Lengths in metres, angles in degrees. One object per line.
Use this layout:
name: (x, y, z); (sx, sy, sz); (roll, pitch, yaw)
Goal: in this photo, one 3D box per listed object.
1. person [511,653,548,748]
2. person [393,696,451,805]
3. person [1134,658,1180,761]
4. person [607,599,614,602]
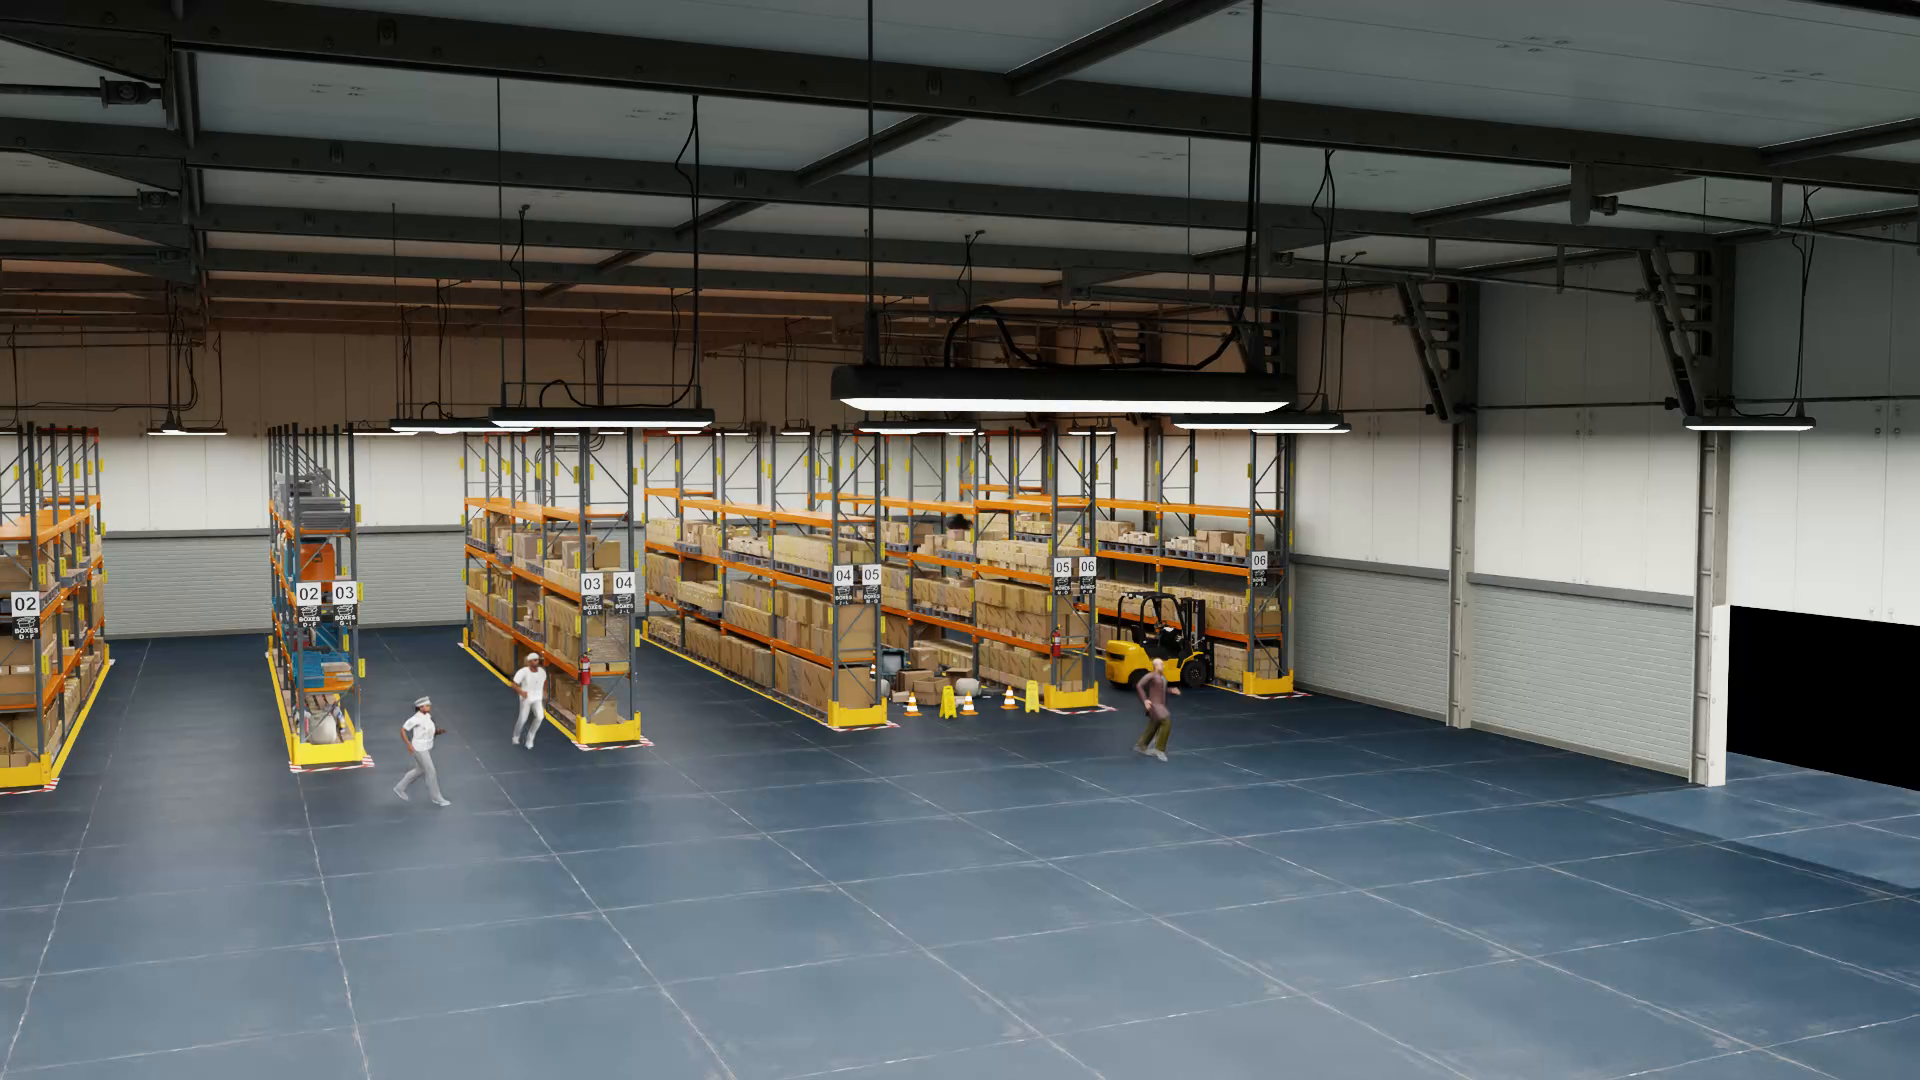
person: (-7.957, 2.980, 30.907); (0.765, 1.770, 0.651); (-3, 4, -37)
person: (-8.375, 3.273, 25.858); (0.900, 1.692, 0.567); (0, 3, 3)
person: (3.524, 3.032, 29.782); (0.836, 1.840, 0.688); (1, 4, 22)
person: (-9.650, 2.118, 45.854); (0.557, 1.716, 0.712); (-1, 4, -18)
